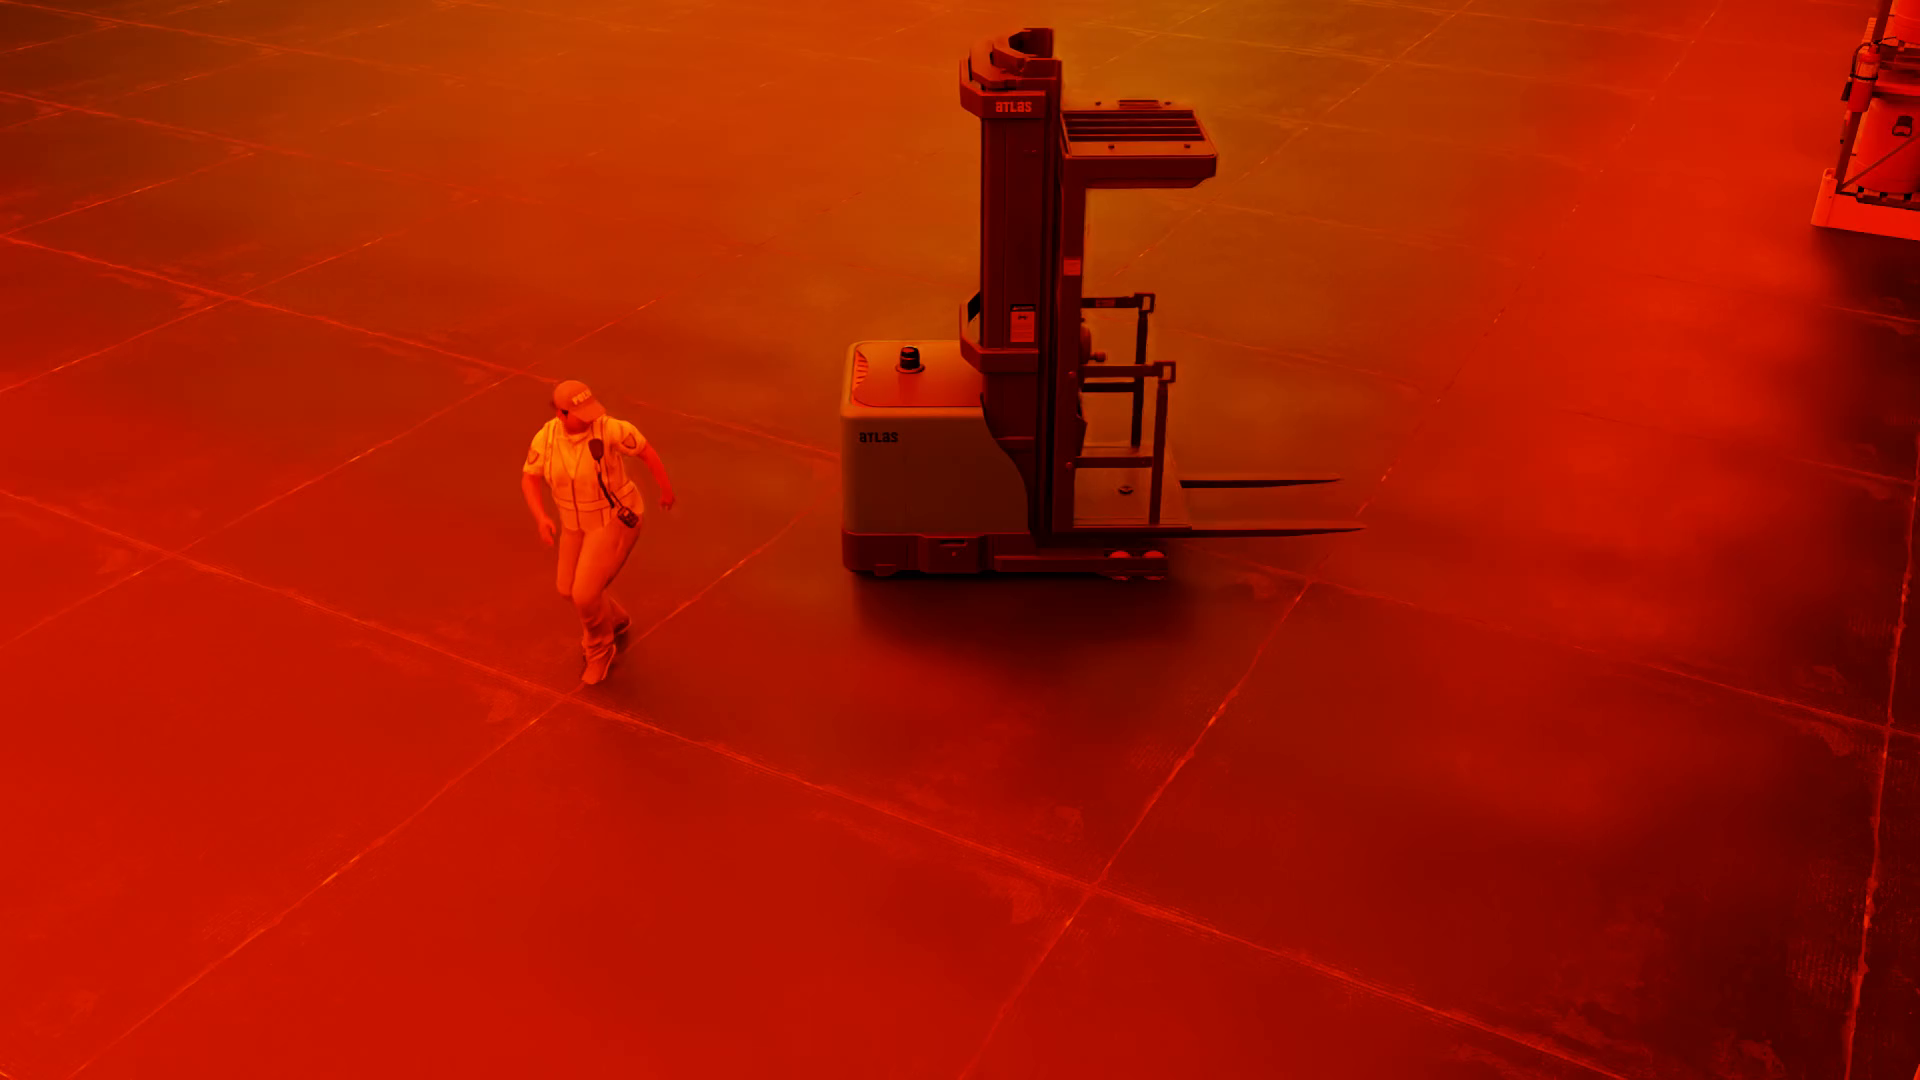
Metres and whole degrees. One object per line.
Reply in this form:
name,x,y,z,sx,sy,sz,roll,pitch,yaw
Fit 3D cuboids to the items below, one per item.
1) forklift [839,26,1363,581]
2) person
forklift,0.830,-1.302,9.326,3.031,2.935,1.130,0,30,-1
person,-1.899,-0.076,8.597,0.569,1.665,0.736,15,33,24
